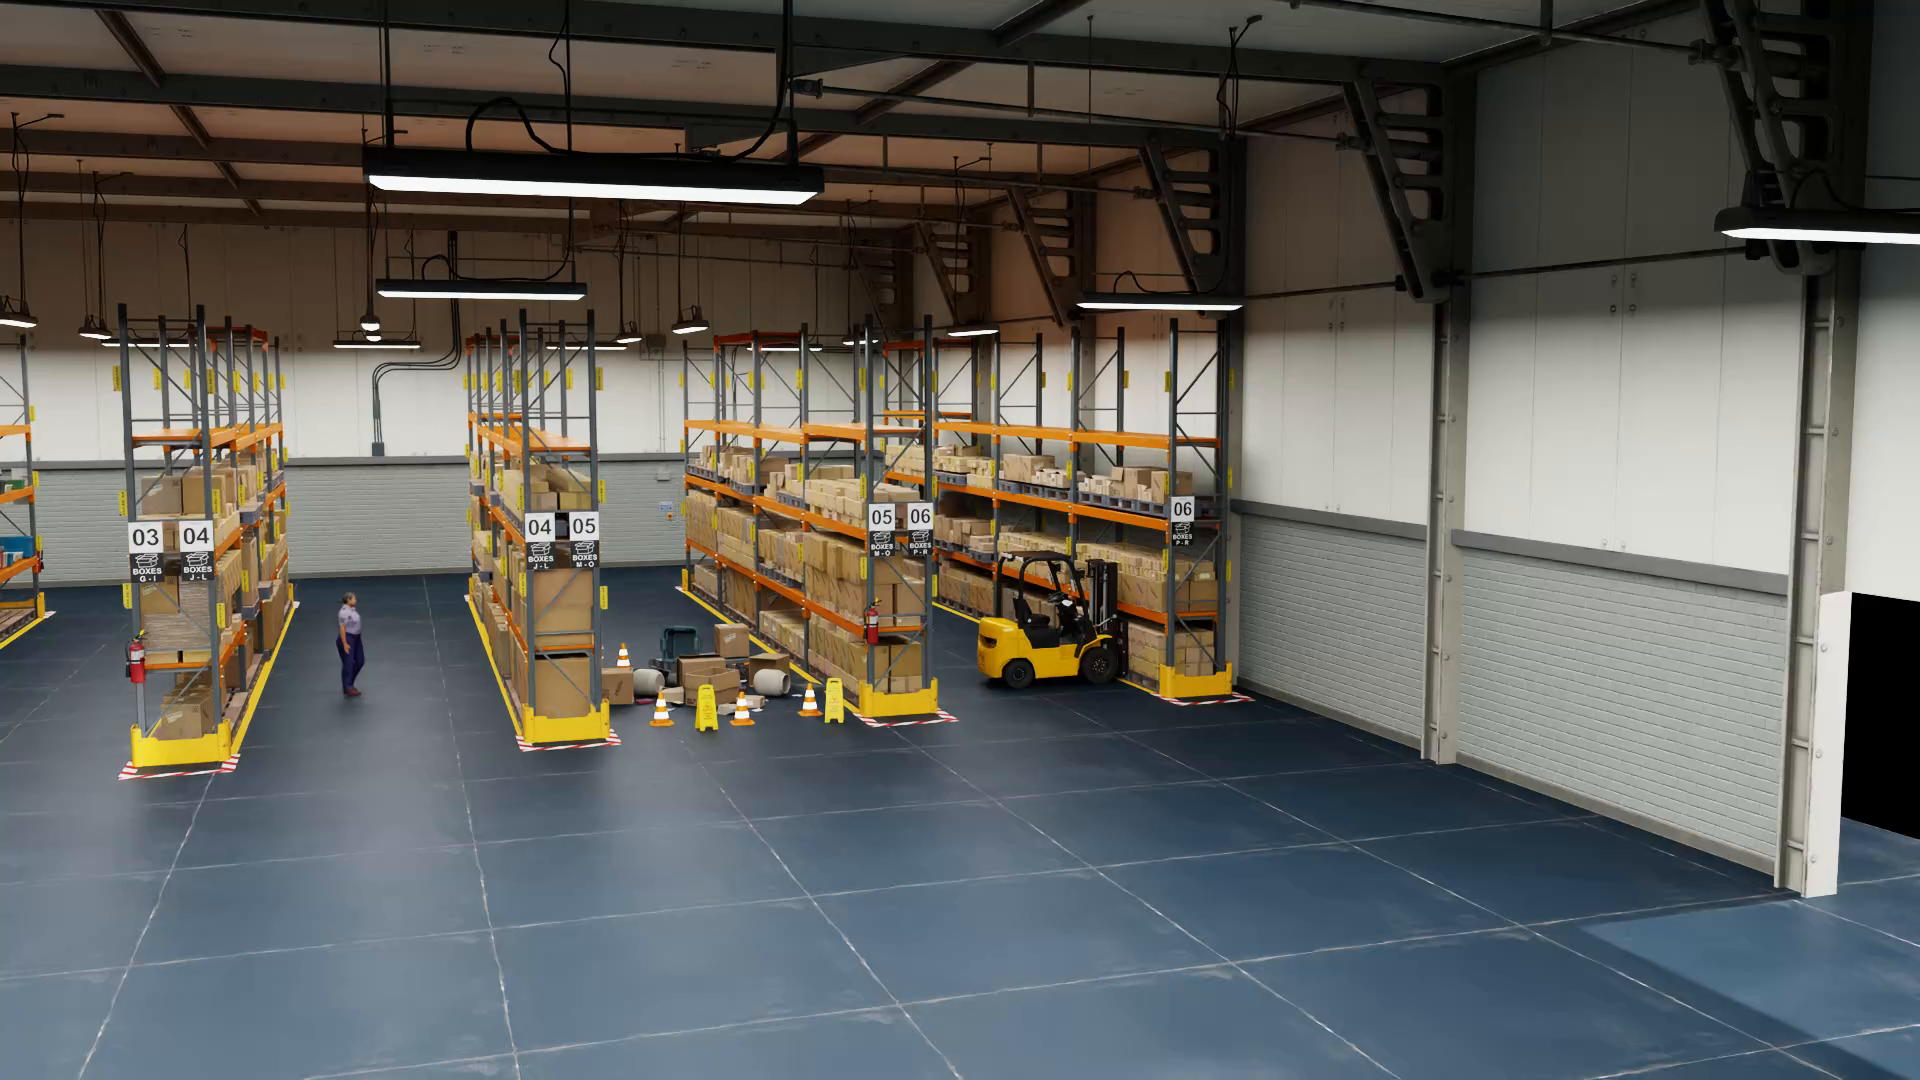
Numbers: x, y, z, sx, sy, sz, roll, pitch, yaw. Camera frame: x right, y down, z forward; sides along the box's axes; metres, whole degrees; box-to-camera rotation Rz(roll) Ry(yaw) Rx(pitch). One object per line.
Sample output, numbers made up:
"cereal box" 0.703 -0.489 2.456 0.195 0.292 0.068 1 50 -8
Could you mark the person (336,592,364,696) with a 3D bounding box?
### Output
"person" -9.839 1.661 26.775 0.474 1.673 0.555 1 5 7
